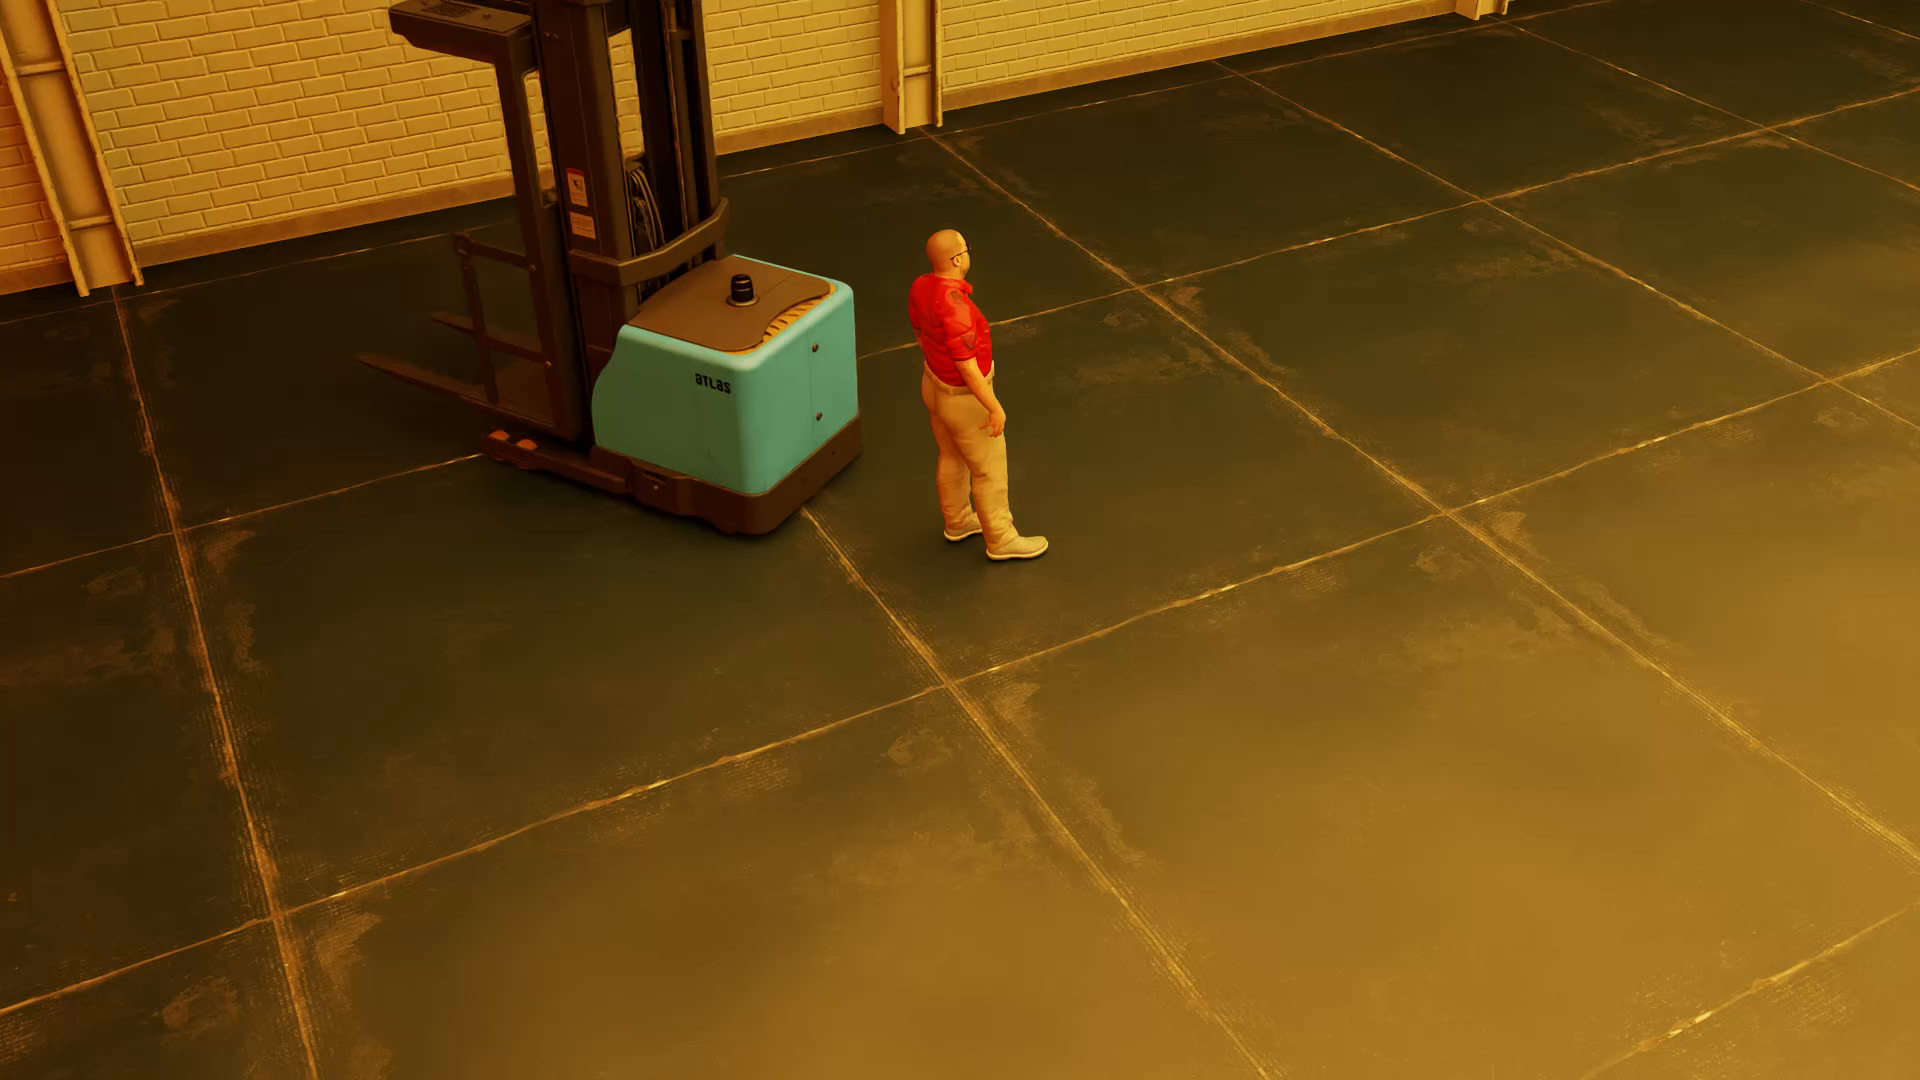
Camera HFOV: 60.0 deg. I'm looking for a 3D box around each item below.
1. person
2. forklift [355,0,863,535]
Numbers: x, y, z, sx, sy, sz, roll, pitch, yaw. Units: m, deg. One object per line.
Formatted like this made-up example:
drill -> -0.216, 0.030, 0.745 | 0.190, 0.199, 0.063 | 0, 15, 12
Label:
person -> 0.085, -0.731, 8.185 | 0.550, 1.728, 0.641 | -17, 39, -23
forklift -> -2.082, -1.833, 8.716 | 3.031, 2.935, 1.130 | 18, 39, 23
